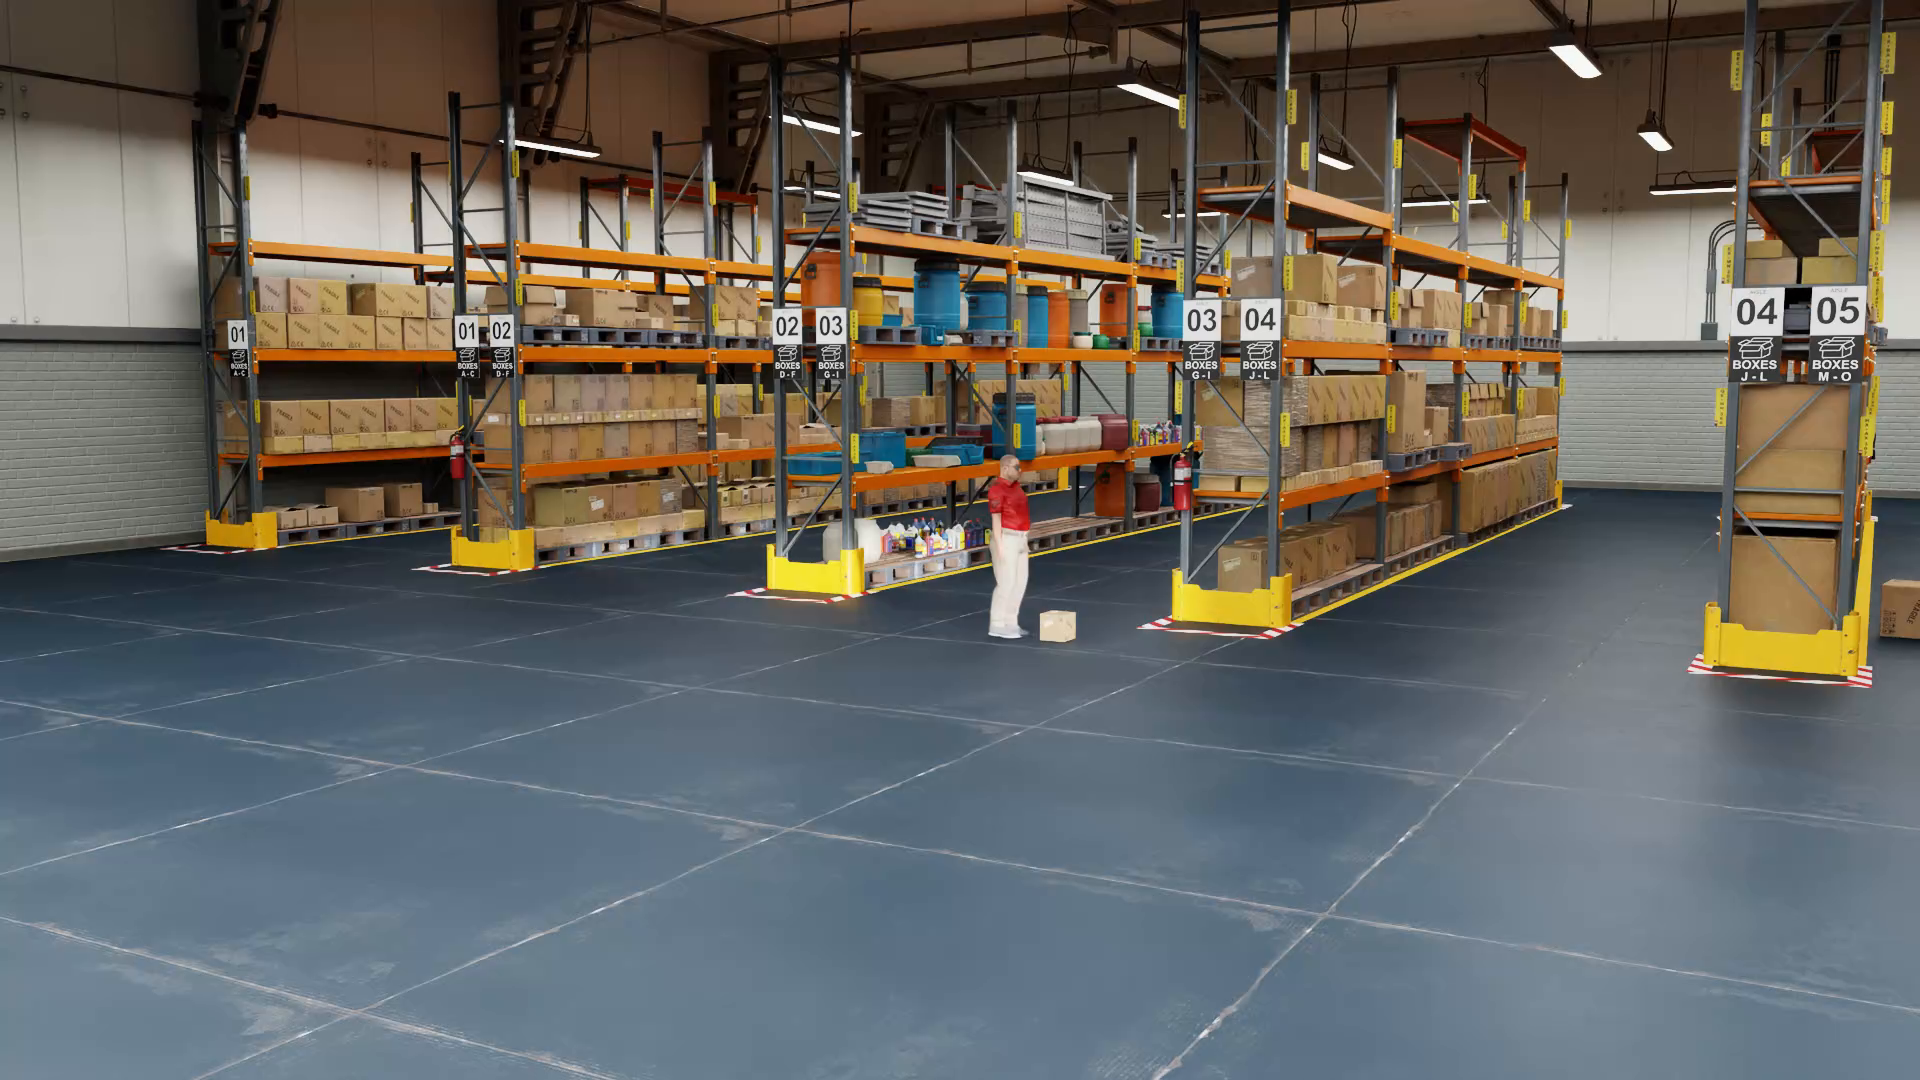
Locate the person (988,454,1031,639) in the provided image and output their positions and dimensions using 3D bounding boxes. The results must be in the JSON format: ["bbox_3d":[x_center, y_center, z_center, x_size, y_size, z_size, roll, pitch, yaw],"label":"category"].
[{"bbox_3d":[0.494,0.065,15.753,0.365,1.748,0.527,3,7,30],"label":"person"}]
